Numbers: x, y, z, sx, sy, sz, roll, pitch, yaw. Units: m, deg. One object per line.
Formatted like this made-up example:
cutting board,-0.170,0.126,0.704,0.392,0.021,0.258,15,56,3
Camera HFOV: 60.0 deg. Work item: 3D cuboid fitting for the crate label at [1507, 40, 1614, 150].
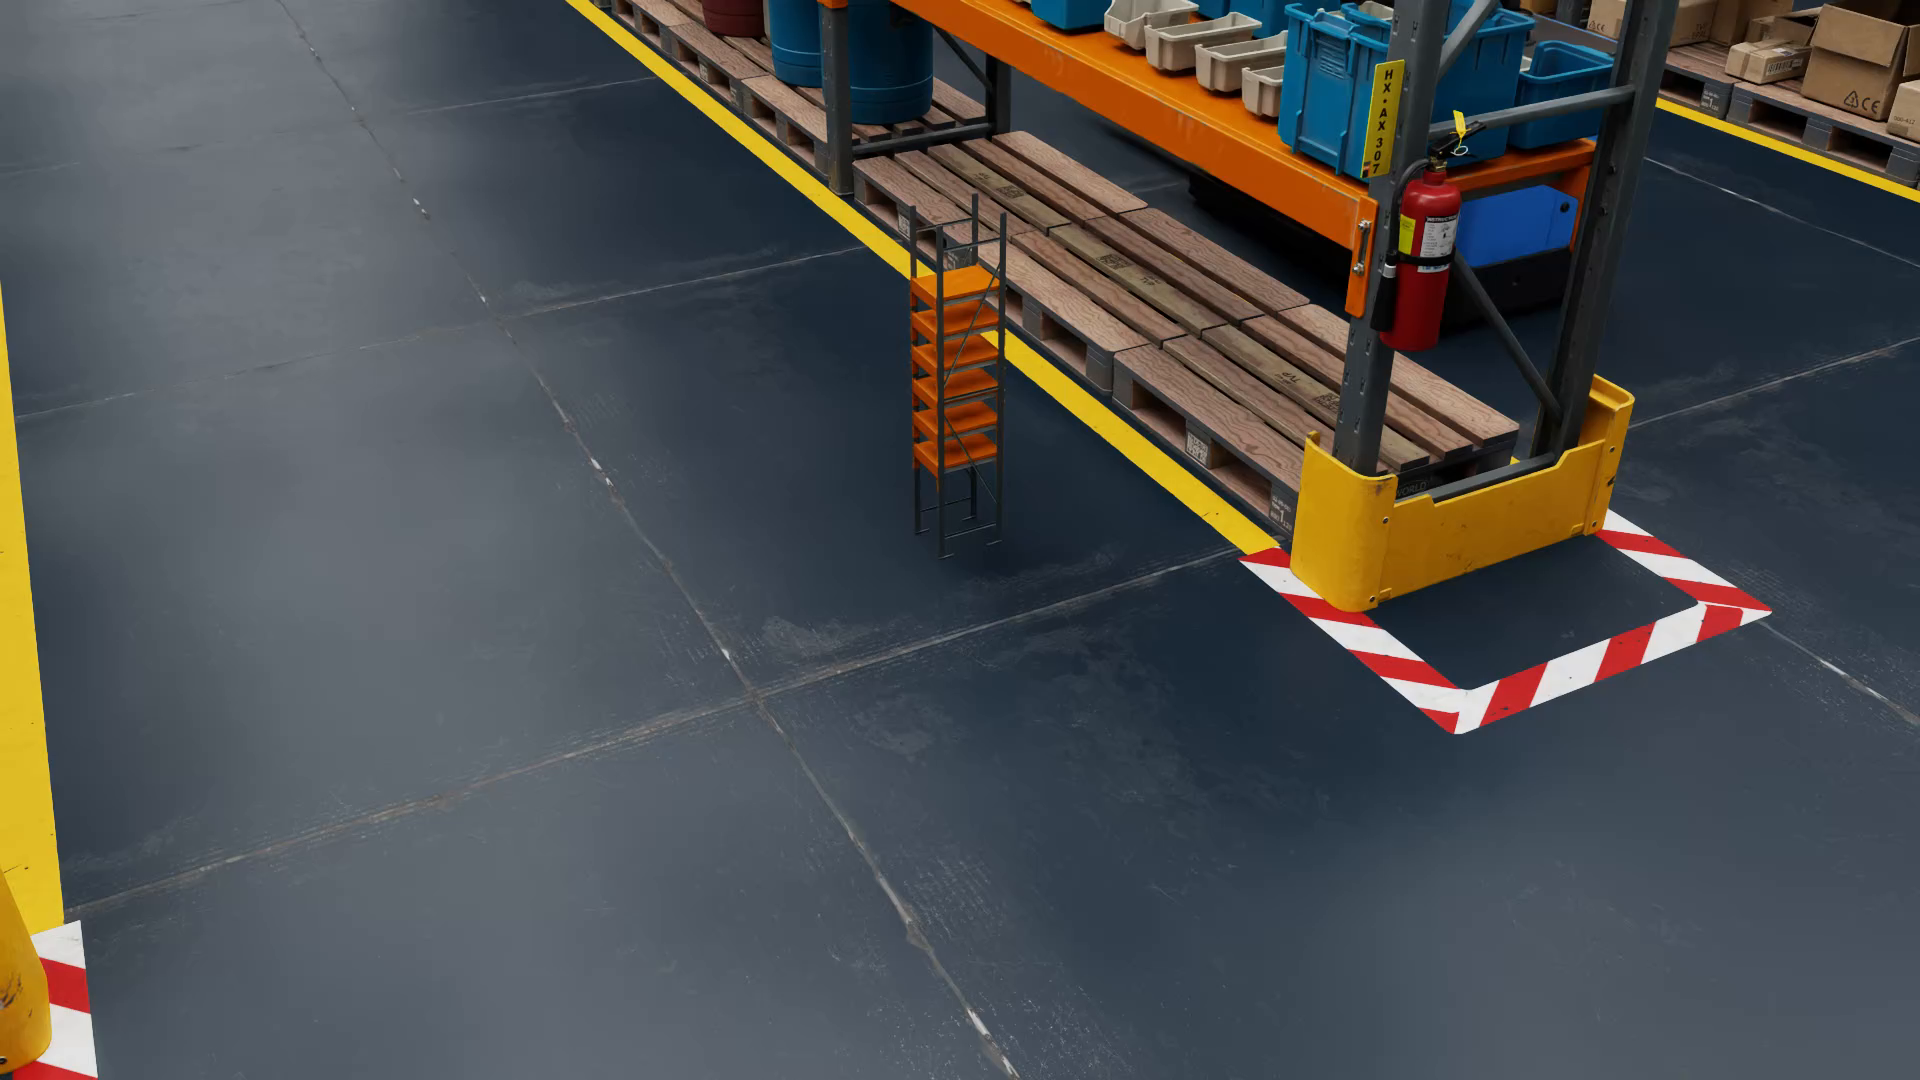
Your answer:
crate label,1.837,-1.407,5.265,0.416,0.233,0.303,-16,36,-23

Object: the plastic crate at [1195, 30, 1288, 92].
plastic crate,0.998,-1.652,5.736,0.396,0.136,0.243,-16,36,-23

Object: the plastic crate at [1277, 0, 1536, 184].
plastic crate,1.340,-1.405,5.074,0.616,0.435,0.499,-16,36,-23

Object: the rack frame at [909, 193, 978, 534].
rack frame,-0.049,-0.556,5.505,0.240,1.200,0.006,-16,36,-23

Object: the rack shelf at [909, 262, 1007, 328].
rack shelf,-0.007,-0.778,5.267,0.258,0.103,0.180,-16,36,-23

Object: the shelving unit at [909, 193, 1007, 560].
shelving unit,-0.007,-0.512,5.437,0.258,1.200,0.189,-16,36,-23

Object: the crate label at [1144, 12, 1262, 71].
crate label,0.847,-1.778,5.934,0.396,0.136,0.243,-16,36,-23

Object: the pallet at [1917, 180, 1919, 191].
pallet,5.637,-1.738,8.267,1.003,0.211,1.213,-16,36,-23

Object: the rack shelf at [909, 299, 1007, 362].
rack shelf,-0.007,-0.677,5.332,0.258,0.103,0.180,-16,36,-23

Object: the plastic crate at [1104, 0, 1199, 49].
plastic crate,0.692,-1.915,6.147,0.298,0.136,0.250,-16,36,-23

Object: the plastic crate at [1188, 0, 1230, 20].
plastic crate,1.083,-2.179,6.470,0.416,0.233,0.300,-16,36,-23

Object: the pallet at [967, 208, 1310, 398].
pallet,0.746,-1.062,7.213,1.003,0.211,1.213,-16,36,-23

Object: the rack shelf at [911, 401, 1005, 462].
rack shelf,-0.007,-0.374,5.526,0.258,0.103,0.180,-16,36,-23

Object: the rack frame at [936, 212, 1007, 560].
rack frame,0.036,-0.468,5.369,0.240,1.200,0.006,-16,36,-23

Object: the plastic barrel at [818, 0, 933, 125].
plastic barrel,-0.442,-2.718,8.768,0.600,0.901,0.708,-16,36,-23

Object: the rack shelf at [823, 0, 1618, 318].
rack shelf,0.729,-1.903,6.607,1.077,0.370,4.000,-16,36,-23

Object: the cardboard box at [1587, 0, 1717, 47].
cardboard box,4.184,-3.203,10.054,0.500,0.311,0.500,-16,36,-23

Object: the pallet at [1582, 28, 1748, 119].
pallet,4.499,-2.903,10.085,1.003,0.211,1.213,-16,36,-23

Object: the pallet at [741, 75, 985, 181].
pallet,-0.527,-2.365,9.246,1.003,0.211,1.213,-16,36,-23

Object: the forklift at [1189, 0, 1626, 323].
forklift,1.817,-2.927,7.602,1.130,2.935,3.031,-15,36,-22

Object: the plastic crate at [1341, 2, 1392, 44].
plastic crate,1.530,-1.721,5.756,0.416,0.233,0.300,-16,36,-23

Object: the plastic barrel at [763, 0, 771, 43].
plastic barrel,-0.957,-3.184,9.856,0.421,0.512,0.421,0,33,0

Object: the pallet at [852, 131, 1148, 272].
pallet,0.173,-1.645,8.123,1.003,0.211,1.213,-16,36,-23

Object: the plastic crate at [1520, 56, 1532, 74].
plastic crate,1.761,-1.541,5.563,0.250,0.136,0.298,-16,36,-23

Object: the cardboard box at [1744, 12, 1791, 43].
cardboard box,4.924,-3.025,9.926,0.380,0.149,0.250,-16,36,-23

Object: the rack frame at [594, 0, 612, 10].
rack frame,-2.069,-5.070,10.882,1.000,3.000,0.127,-16,36,-23

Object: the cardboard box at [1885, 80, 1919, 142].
cardboard box,5.157,-2.182,8.516,0.500,0.250,0.500,-16,36,-23

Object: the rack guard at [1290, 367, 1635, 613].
rack guard,1.684,-0.191,5.585,1.175,0.500,0.348,-16,36,-23

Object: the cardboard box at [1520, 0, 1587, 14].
cardboard box,3.696,-3.701,10.655,0.500,0.500,0.500,-16,36,-23

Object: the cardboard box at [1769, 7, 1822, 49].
cardboard box,5.046,-2.899,9.580,0.500,0.311,0.500,-16,36,-23

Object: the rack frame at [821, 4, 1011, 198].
rack frame,-0.204,-3.161,7.903,1.000,3.000,0.127,-16,36,-23

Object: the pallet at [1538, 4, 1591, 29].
pallet,3.767,-3.609,11.188,1.003,0.211,1.213,-16,36,-23

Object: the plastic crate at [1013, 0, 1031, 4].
plastic crate,0.345,-2.361,6.709,0.437,0.282,0.530,-16,36,-23

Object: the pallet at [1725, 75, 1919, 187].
pallet,5.072,-2.320,9.175,1.003,0.211,1.213,-16,36,-23

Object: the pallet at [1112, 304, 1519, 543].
pallet,1.311,-0.481,6.305,1.003,0.211,1.213,-16,36,-23

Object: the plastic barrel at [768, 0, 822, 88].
plastic barrel,-0.773,-3.056,9.295,0.600,0.901,0.708,-16,36,-23

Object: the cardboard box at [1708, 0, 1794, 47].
cardboard box,4.696,-3.337,10.087,0.500,0.500,0.500,-16,36,-23

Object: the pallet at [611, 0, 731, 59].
pallet,-1.664,-3.530,11.064,1.003,0.211,1.213,-16,36,-23

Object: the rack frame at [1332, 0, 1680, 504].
rack frame,1.661,-1.252,4.923,1.000,3.000,0.127,-16,36,-23

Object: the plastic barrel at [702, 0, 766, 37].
plastic barrel,-1.299,-3.463,10.221,0.600,0.588,0.708,-16,36,-23

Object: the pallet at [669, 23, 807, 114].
pallet,-1.100,-2.948,10.156,1.003,0.211,1.213,-16,36,-23

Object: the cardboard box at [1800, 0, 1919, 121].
cardboard box,5.060,-2.644,9.002,0.797,0.503,0.637,-16,36,-23

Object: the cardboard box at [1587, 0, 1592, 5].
cardboard box,4.170,-3.830,10.856,0.500,0.500,0.500,-18,37,-25

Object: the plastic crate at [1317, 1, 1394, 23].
plastic crate,1.445,-1.864,6.068,0.250,0.136,0.298,-16,36,-23

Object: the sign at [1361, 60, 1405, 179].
sign,1.182,-1.174,4.651,0.100,0.325,0.005,-16,36,-23

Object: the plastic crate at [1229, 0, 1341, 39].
plastic crate,1.223,-2.036,6.246,0.416,0.233,0.300,-16,36,-23

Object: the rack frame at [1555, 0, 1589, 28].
rack frame,4.180,-4.405,9.845,1.000,3.000,0.127,-16,36,-23

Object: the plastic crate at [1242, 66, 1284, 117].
plastic crate,1.121,-1.510,5.515,0.396,0.136,0.243,-16,36,-23

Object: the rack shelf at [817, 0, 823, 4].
rack shelf,-1.136,-3.812,9.587,1.077,0.370,4.000,-16,36,-23

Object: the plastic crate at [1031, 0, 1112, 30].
plastic crate,0.477,-2.122,6.381,0.416,0.233,0.300,-16,36,-23

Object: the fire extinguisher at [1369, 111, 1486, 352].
fire extinguisher,1.329,-0.876,4.754,0.296,0.674,0.183,-16,36,-23

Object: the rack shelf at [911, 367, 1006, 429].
rack shelf,-0.007,-0.475,5.461,0.258,0.103,0.180,-16,36,-23

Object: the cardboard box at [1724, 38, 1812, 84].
cardboard box,4.596,-2.732,9.452,0.380,0.166,0.250,-16,36,-23

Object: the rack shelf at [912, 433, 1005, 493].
rack shelf,-0.007,-0.273,5.591,0.258,0.103,0.180,-16,36,-23

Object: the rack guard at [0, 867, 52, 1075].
rack guard,-2.709,1.058,3.635,1.175,0.500,0.348,-16,36,-23

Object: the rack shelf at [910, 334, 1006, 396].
rack shelf,-0.007,-0.576,5.396,0.258,0.103,0.180,-16,36,-23
